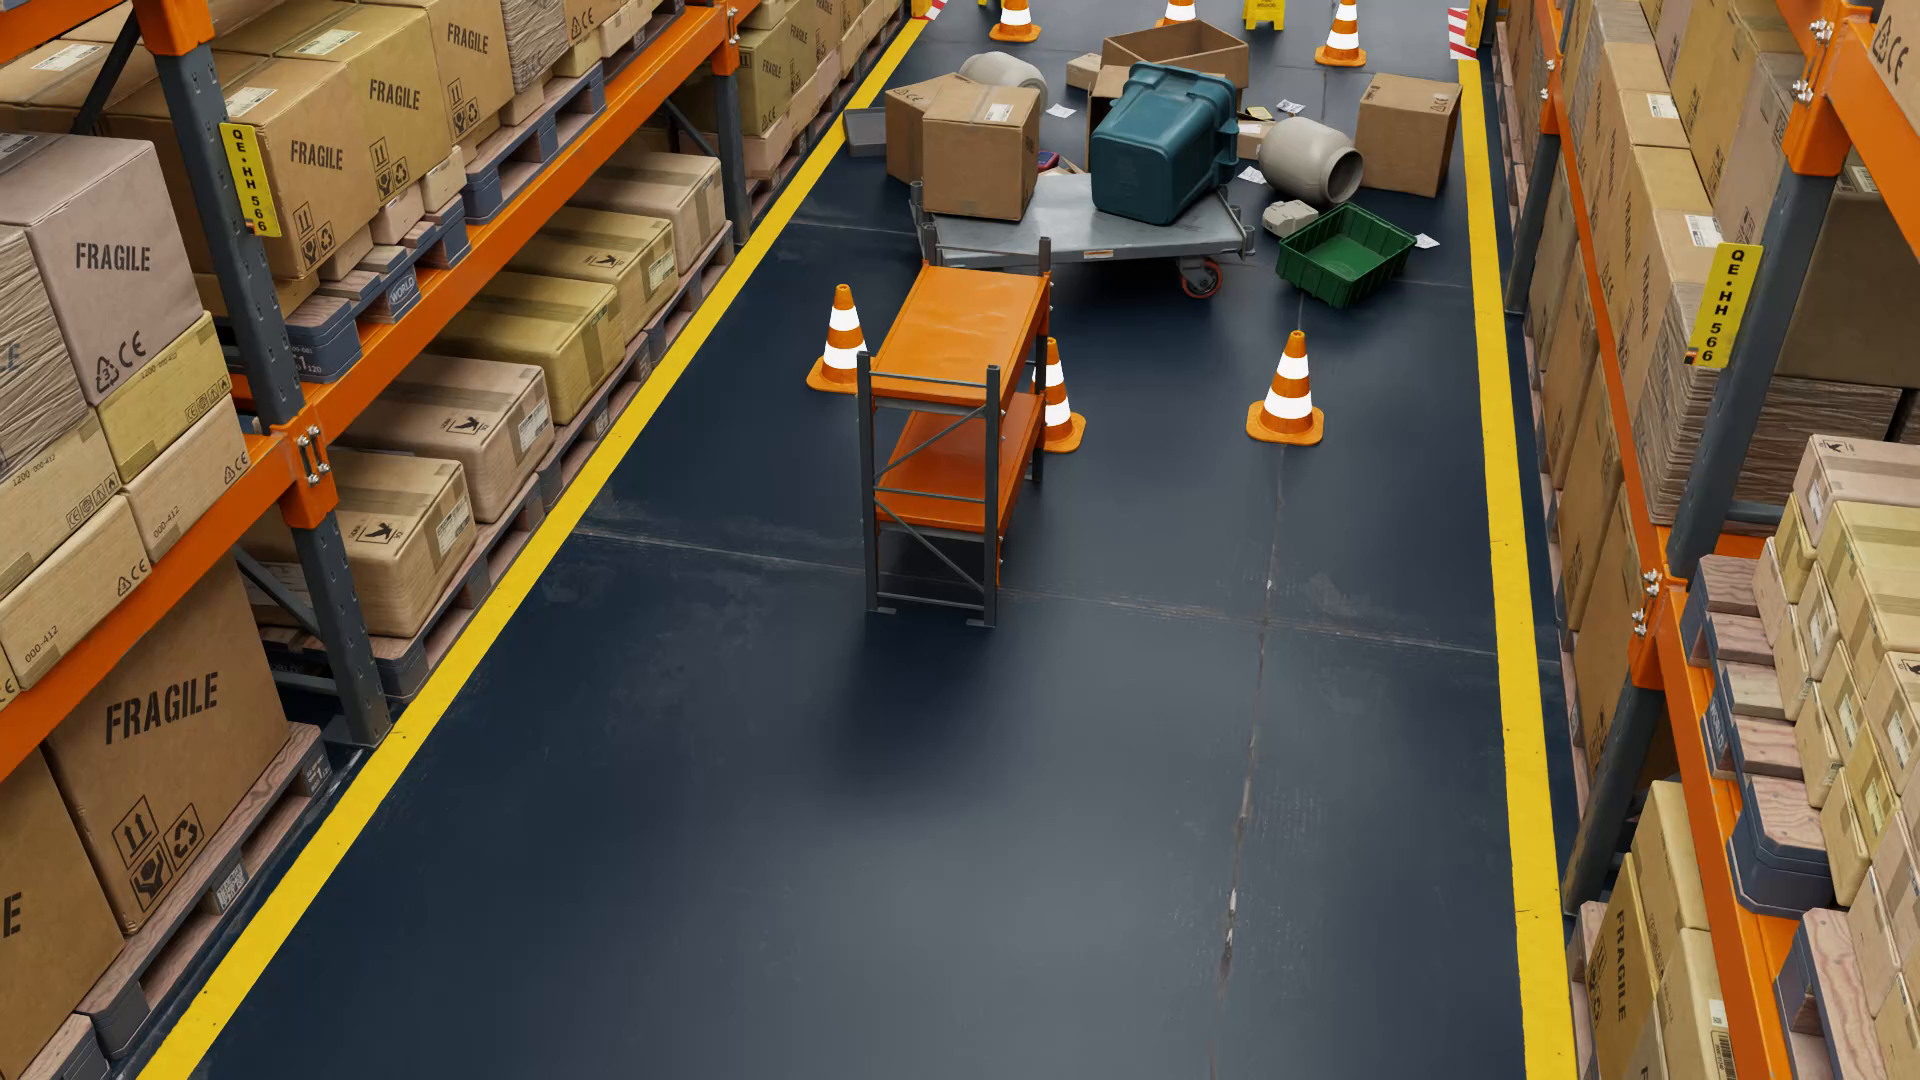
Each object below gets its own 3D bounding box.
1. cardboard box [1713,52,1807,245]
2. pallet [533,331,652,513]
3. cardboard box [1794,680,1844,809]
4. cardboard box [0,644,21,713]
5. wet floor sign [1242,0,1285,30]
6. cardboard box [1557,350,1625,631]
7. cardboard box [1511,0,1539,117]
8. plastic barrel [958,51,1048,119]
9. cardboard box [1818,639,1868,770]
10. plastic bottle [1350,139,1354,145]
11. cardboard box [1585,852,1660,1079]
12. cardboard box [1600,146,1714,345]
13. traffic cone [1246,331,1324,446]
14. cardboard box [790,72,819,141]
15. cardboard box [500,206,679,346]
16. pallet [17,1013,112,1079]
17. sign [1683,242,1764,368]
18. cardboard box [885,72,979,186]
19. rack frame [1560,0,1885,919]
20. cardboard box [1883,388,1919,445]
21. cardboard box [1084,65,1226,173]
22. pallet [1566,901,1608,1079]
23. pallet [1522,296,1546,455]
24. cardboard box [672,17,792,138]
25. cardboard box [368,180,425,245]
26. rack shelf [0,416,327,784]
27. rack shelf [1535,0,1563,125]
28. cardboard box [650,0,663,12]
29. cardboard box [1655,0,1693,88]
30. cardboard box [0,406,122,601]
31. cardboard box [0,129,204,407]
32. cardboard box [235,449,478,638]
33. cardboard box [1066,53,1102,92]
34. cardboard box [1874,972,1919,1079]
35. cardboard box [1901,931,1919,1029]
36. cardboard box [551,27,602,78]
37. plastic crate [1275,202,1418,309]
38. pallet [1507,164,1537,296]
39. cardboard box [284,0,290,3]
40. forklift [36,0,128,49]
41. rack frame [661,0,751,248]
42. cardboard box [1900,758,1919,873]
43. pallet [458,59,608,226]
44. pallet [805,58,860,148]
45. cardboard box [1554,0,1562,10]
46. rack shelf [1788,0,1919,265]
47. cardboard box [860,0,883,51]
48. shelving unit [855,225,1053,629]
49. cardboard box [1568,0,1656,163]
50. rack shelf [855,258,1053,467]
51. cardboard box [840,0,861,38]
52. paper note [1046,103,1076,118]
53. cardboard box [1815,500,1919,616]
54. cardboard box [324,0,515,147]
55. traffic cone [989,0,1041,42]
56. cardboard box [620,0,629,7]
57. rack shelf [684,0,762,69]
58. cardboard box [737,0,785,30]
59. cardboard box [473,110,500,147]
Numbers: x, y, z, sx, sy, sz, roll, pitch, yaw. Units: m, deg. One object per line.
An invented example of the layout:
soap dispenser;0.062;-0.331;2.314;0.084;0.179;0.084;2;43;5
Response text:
cardboard box;2.579;-1.013;4.655;0.700;0.500;0.500;7;36;9
pallet;-2.060;-0.600;7.398;1.003;0.211;1.213;7;37;10
cardboard box;1.959;0.450;3.430;0.380;0.149;0.250;9;37;12
cardboard box;-2.562;0.381;3.797;0.500;0.250;0.500;7;37;9
wet floor sign;2.147;-3.920;11.608;0.267;0.644;0.232;1;36;2
cardboard box;2.768;-0.120;5.919;1.050;0.750;0.750;8;37;11
cardboard box;3.809;-3.016;9.808;0.875;0.875;0.875;7;36;9
plastic barrel;0.256;-2.753;10.188;0.421;0.421;0.512;-24;42;-30
cardboard box;1.958;0.351;3.313;0.380;0.149;0.250;6;36;9
plastic bottle;2.215;-2.336;9.921;0.283;0.061;0.133;-5;36;-6
cardboard box;1.966;1.194;4.319;0.500;0.500;0.500;6;36;8
cardboard box;2.415;-0.926;5.387;0.500;0.500;0.500;7;36;9
traffic cone;1.459;-0.708;7.333;0.336;0.463;0.334;7;37;10
cardboard box;-1.143;-2.546;9.692;0.500;0.250;0.500;9;37;13
cardboard box;-1.896;-1.270;7.827;0.950;0.372;0.625;10;37;13
pallet;-2.995;1.685;4.246;1.003;0.211;1.213;7;37;10
sign;1.824;-0.558;3.977;0.100;0.325;0.005;7;37;10
cardboard box;-0.078;-2.310;9.509;0.500;0.500;0.500;-24;42;-30
rack frame;2.367;-0.022;4.224;1.000;3.000;0.127;7;37;10
cardboard box;2.726;-0.286;4.503;0.500;0.500;0.500;8;37;10
cardboard box;1.125;-2.353;9.452;0.797;0.637;0.503;7;37;10
pallet;2.198;1.555;4.424;1.003;0.211;1.213;7;37;10
pallet;3.130;-0.734;7.583;1.003;0.211;1.213;7;37;10
cardboard box;-1.246;-2.542;9.048;0.500;0.500;0.500;9;37;12
cardboard box;-2.043;-1.124;5.602;0.380;0.149;0.250;5;36;7
rack shelf;-2.918;0.854;3.629;1.077;0.370;4.000;7;37;10
rack shelf;3.648;-3.170;9.181;1.077;0.370;4.000;7;37;10
cardboard box;-1.550;-2.467;7.454;0.380;0.149;0.250;6;36;9
cardboard box;2.905;-1.890;5.864;0.700;0.500;0.500;8;37;10
cardboard box;-2.452;-0.122;4.064;0.500;0.250;0.500;6;36;9
cardboard box;-2.346;-0.700;4.223;0.500;0.500;0.500;6;36;9
cardboard box;-2.360;-0.013;6.093;0.950;0.372;0.625;5;36;7
cardboard box;0.912;-3.012;10.779;0.380;0.149;0.250;28;44;33
cardboard box;1.793;0.902;2.806;0.380;0.149;0.250;8;37;11
cardboard box;1.794;0.780;2.720;0.380;0.149;0.250;7;37;10
cardboard box;-1.709;-2.033;6.855;0.380;0.149;0.250;7;37;10
plastic crate;1.978;-1.463;8.560;0.450;0.188;0.662;36;48;26
pallet;3.460;-1.612;8.794;1.003;0.211;1.213;7;37;10
cardboard box;-2.459;-1.798;5.978;0.500;0.500;0.500;5;36;7
forklift;-4.428;-3.242;8.725;1.130;2.935;3.031;-25;43;-30
rack frame;-1.636;-2.877;8.164;1.000;3.000;0.127;7;37;10
cardboard box;1.854;0.511;2.838;0.380;0.149;0.250;9;37;12
pallet;-2.108;-1.647;6.629;1.003;0.211;1.213;7;37;10
pallet;-1.269;-2.839;10.488;1.003;0.211;1.213;7;37;10
cardboard box;3.384;-2.907;8.077;0.875;0.550;0.550;7;37;10
rack shelf;1.940;0.202;1.973;1.077;0.370;4.000;7;37;10
cardboard box;-0.810;-3.434;10.917;0.500;0.250;0.500;7;37;10
shelving unit;-0.001;-0.452;6.415;0.538;1.125;1.048;7;37;10
cardboard box;2.739;-1.798;6.590;0.500;0.500;0.500;8;37;10
rack shelf;-0.001;-0.689;6.243;0.538;0.278;1.000;7;37;10
cardboard box;-0.921;-3.451;10.301;0.500;0.500;0.500;6;36;9
paper note;0.633;-2.704;10.465;0.148;0.019;0.142;20;41;26
cardboard box;2.024;0.064;3.455;0.380;0.149;0.250;6;36;9
cardboard box;-1.957;-1.749;5.911;0.500;0.500;0.500;8;37;11
traffic cone;0.386;-3.735;11.509;0.336;0.463;0.334;7;37;10
cardboard box;-1.615;-2.630;7.127;0.500;0.500;0.500;8;37;10
rack shelf;-1.209;-3.733;9.957;1.077;0.370;4.000;7;37;10
cardboard box;-1.161;-2.869;8.946;0.380;0.149;0.250;8;37;11
cardboard box;-1.967;-1.594;6.250;0.380;0.149;0.250;9;37;12
